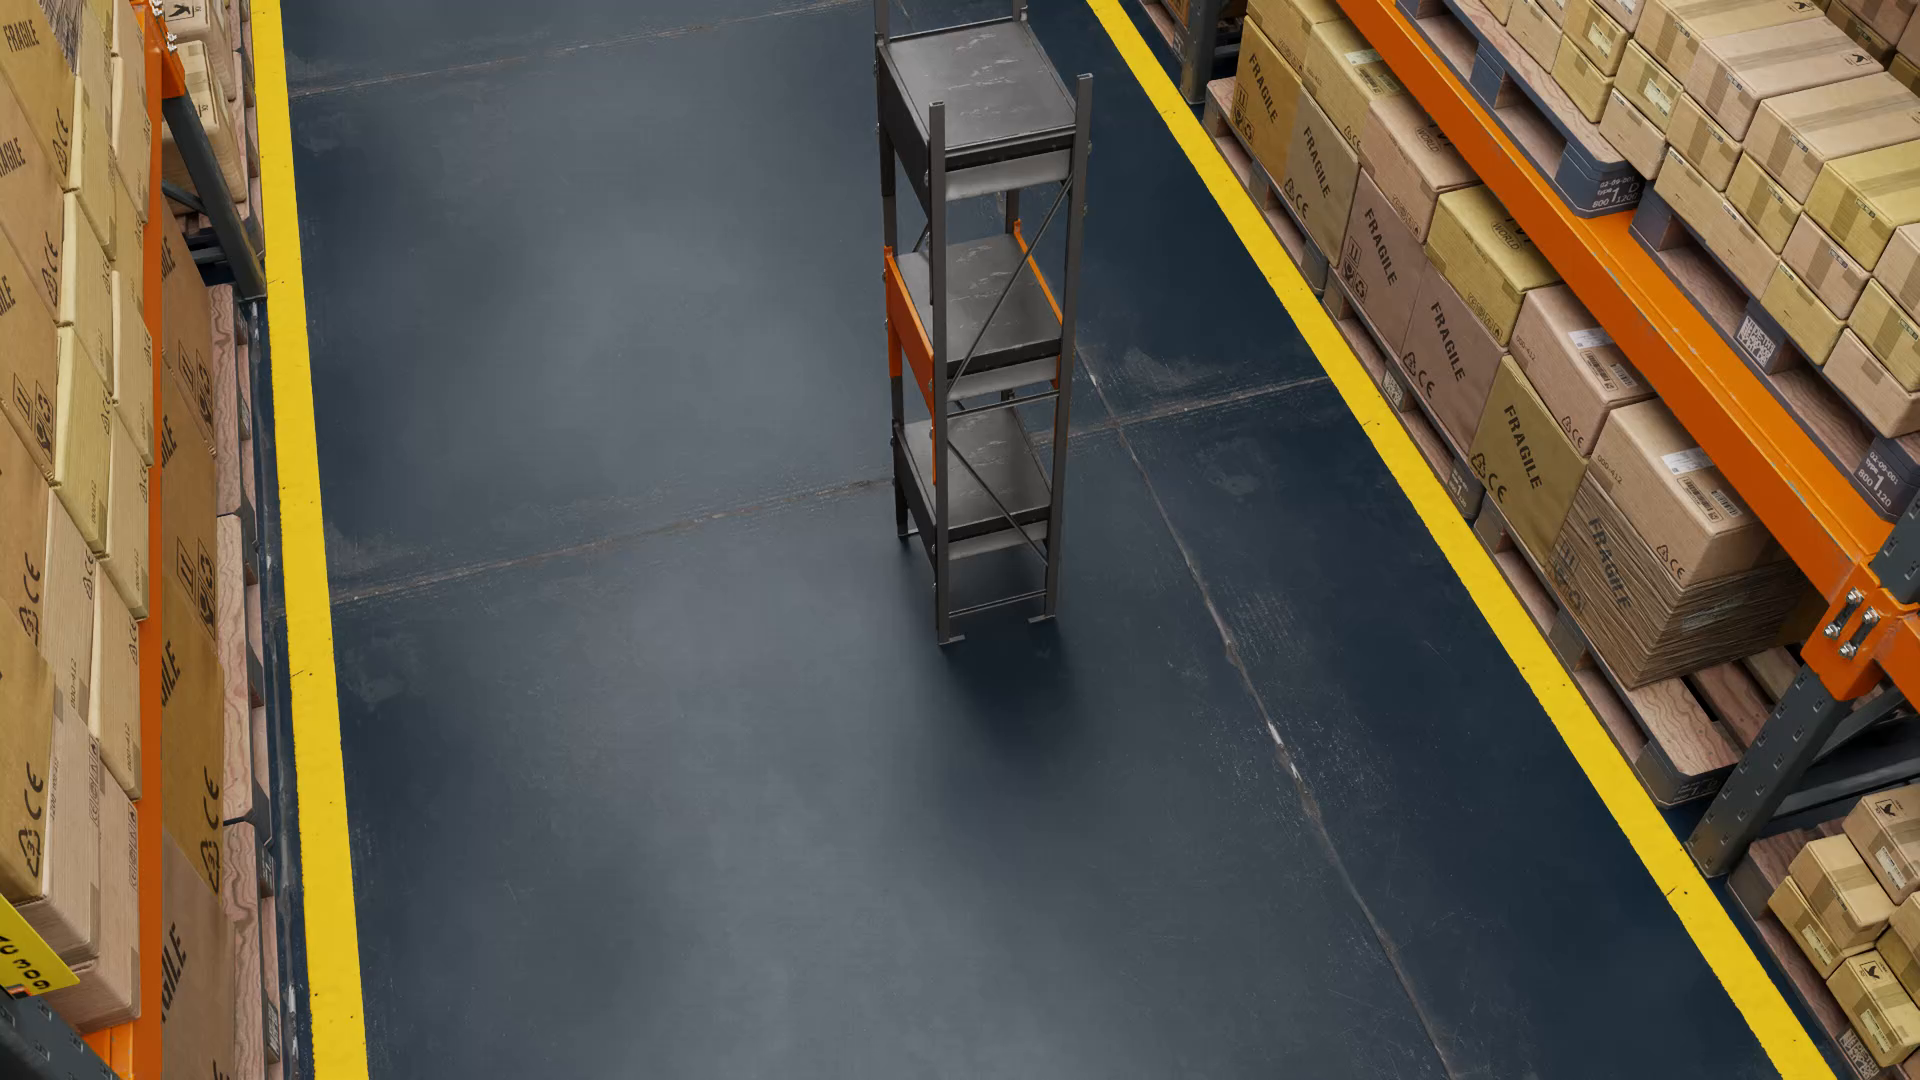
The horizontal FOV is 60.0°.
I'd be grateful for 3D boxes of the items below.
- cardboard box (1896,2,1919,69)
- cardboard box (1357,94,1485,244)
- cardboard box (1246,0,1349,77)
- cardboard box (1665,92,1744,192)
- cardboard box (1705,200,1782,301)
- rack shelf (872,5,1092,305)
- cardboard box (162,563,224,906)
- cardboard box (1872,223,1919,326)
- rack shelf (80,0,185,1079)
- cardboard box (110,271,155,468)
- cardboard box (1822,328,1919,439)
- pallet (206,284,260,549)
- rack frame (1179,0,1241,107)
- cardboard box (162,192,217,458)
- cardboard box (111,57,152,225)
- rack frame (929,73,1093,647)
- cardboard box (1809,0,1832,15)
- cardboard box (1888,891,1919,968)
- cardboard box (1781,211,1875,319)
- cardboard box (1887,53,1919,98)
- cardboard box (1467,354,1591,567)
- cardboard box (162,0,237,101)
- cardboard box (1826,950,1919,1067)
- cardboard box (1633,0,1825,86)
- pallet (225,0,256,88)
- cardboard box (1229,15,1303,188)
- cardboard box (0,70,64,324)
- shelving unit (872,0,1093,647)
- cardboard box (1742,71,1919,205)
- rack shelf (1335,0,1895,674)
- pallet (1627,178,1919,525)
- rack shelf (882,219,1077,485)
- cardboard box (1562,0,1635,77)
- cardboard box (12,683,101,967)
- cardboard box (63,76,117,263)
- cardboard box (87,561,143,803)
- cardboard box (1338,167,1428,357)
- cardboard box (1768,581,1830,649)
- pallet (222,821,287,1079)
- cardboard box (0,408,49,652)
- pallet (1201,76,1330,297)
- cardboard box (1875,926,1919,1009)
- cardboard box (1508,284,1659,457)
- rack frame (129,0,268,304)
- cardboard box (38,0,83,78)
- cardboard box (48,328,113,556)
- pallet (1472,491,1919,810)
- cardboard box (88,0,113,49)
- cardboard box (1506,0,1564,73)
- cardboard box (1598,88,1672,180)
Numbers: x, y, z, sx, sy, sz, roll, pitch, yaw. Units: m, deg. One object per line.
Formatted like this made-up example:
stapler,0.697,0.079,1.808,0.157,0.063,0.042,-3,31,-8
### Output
cardboard box,2.749,-1.332,4.411,0.380,0.149,0.250,-14,51,-11
cardboard box,1.733,-1.321,5.771,0.500,0.250,0.500,-13,51,-11
cardboard box,1.449,-2.056,6.391,0.500,0.250,0.500,-15,52,-13
cardboard box,2.118,-1.090,4.402,0.380,0.149,0.250,-15,51,-12
cardboard box,2.204,-0.793,4.346,0.380,0.149,0.250,-13,51,-11
rack shelf,0.049,-0.998,4.321,0.431,0.518,0.480,-13,51,-11
cardboard box,-2.574,0.529,4.457,0.875,0.875,0.875,-12,51,-10
cardboard box,2.354,-0.616,3.808,0.380,0.149,0.250,-11,51,-9
rack shelf,-2.631,-0.157,4.391,1.077,0.370,4.000,-13,51,-11
cardboard box,-2.347,-0.383,4.209,0.500,0.250,0.500,-14,51,-12
cardboard box,2.353,-0.421,4.032,0.380,0.149,0.250,-14,51,-12
pallet,-3.061,-0.358,5.914,1.003,0.211,1.213,-13,51,-11
rack frame,1.476,-3.043,6.353,1.000,3.000,0.127,-13,51,-11
cardboard box,-3.097,-0.777,5.558,0.875,0.875,0.875,-14,51,-11
cardboard box,-2.659,-1.121,4.831,0.500,0.250,0.500,-12,51,-10
rack frame,0.121,-0.378,4.695,0.400,2.100,0.015,-13,51,-11
cardboard box,2.589,-1.620,4.849,0.380,0.149,0.250,-14,51,-12
cardboard box,2.588,0.984,4.160,0.380,0.149,0.250,-11,51,-9
cardboard box,2.274,-0.709,4.081,0.380,0.149,0.250,-13,51,-11
cardboard box,2.750,-1.230,4.520,0.380,0.149,0.250,-15,52,-13
cardboard box,2.048,-0.309,5.409,0.500,0.500,0.500,-14,51,-12
cardboard box,-3.606,-2.090,6.994,0.950,0.372,0.625,-14,51,-12
cardboard box,2.539,1.195,4.370,0.380,0.149,0.250,-12,51,-10
cardboard box,2.052,-1.373,4.446,0.380,0.149,0.250,-15,51,-12
pallet,-3.809,-2.411,7.645,1.003,0.211,1.213,-13,51,-11
cardboard box,1.442,-1.798,6.664,0.500,0.500,0.500,-15,52,-13
cardboard box,-2.377,-0.777,3.724,0.500,0.500,0.500,-14,51,-12
shelving unit,0.049,-0.556,4.845,0.431,2.100,0.503,-13,51,-11
cardboard box,2.199,-1.001,4.133,0.380,0.149,0.250,-15,51,-12
rack shelf,2.068,-1.350,5.397,1.077,0.370,4.000,-13,51,-11
pallet,2.572,-0.650,4.462,1.003,0.211,1.213,-13,51,-11
rack shelf,0.049,-0.547,4.856,0.431,0.518,0.480,-13,51,-11
cardboard box,1.960,-1.479,4.730,0.380,0.149,0.250,-13,51,-11
cardboard box,-1.900,0.574,3.075,0.500,0.250,0.500,-15,51,-12
cardboard box,-2.510,-0.923,4.337,0.500,0.250,0.500,-15,51,-12
cardboard box,-2.072,0.362,3.581,0.500,0.250,0.500,-14,51,-12
cardboard box,1.750,-1.058,6.040,0.500,0.500,0.500,-14,51,-12
cardboard box,2.694,-0.050,5.191,0.500,0.500,0.500,-12,51,-10
pallet,-2.340,1.424,4.411,1.003,0.211,1.213,-13,51,-11
cardboard box,-2.072,-0.034,3.098,0.500,0.500,0.500,-14,51,-11
pallet,1.706,-1.573,6.938,1.003,0.211,1.213,-13,51,-11
cardboard box,2.621,1.068,4.283,0.380,0.149,0.250,-13,51,-11
cardboard box,2.058,-0.558,5.128,0.500,0.250,0.500,-11,51,-9
rack frame,-3.222,-1.849,5.347,1.000,3.000,0.127,-13,51,-11
cardboard box,-2.660,-1.513,4.344,0.500,0.500,0.500,-13,51,-10
cardboard box,-2.205,-0.175,3.707,0.500,0.250,0.500,-13,51,-11
pallet,2.428,0.209,5.435,1.003,0.211,1.213,-13,51,-11
cardboard box,-2.836,-1.666,4.964,0.500,0.250,0.500,-13,51,-11
cardboard box,1.886,-1.566,4.998,0.380,0.149,0.250,-15,51,-12
cardboard box,2.042,-1.178,4.671,0.380,0.149,0.250,-15,52,-13
